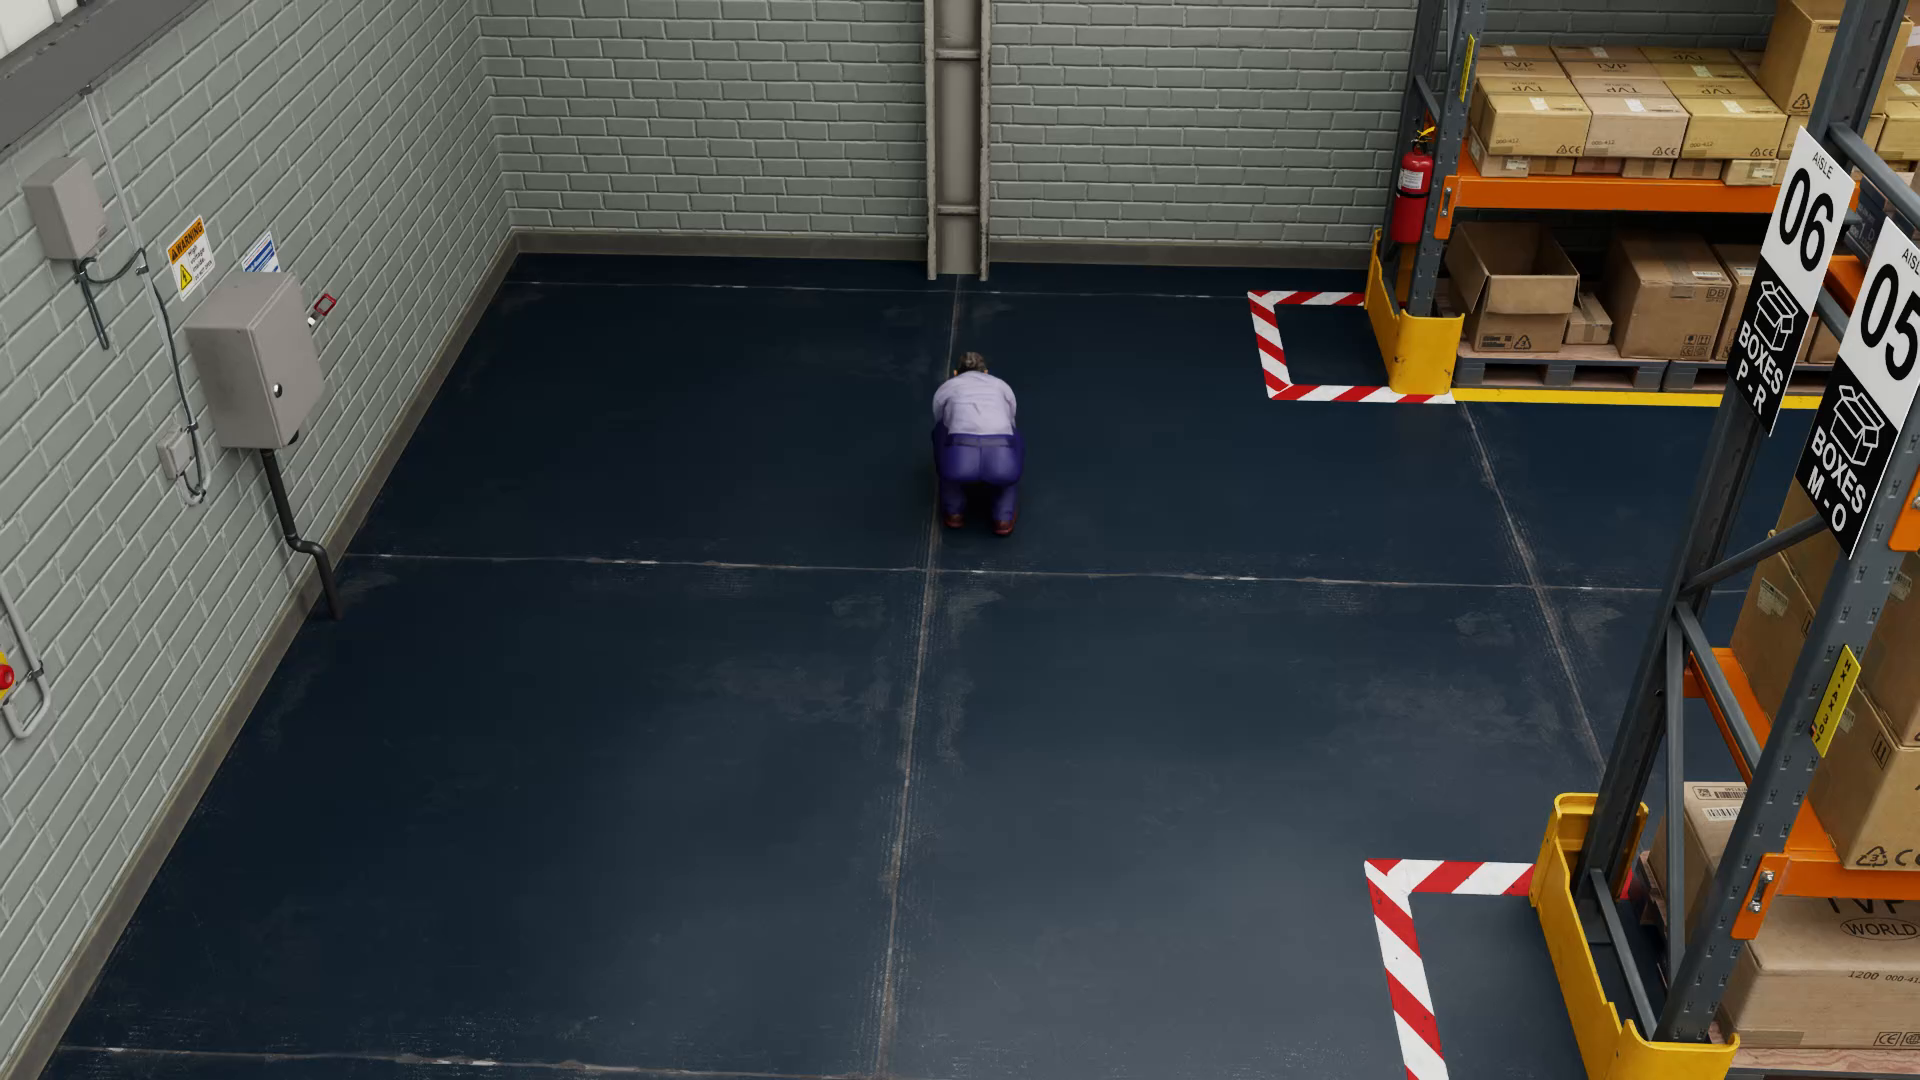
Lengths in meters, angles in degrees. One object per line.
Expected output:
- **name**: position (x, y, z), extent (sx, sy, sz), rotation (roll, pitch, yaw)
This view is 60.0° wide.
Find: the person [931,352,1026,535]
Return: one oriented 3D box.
- **person**: position (0.094, -0.477, 8.583), extent (0.495, 0.746, 0.888), rotation (1, 36, 1)
